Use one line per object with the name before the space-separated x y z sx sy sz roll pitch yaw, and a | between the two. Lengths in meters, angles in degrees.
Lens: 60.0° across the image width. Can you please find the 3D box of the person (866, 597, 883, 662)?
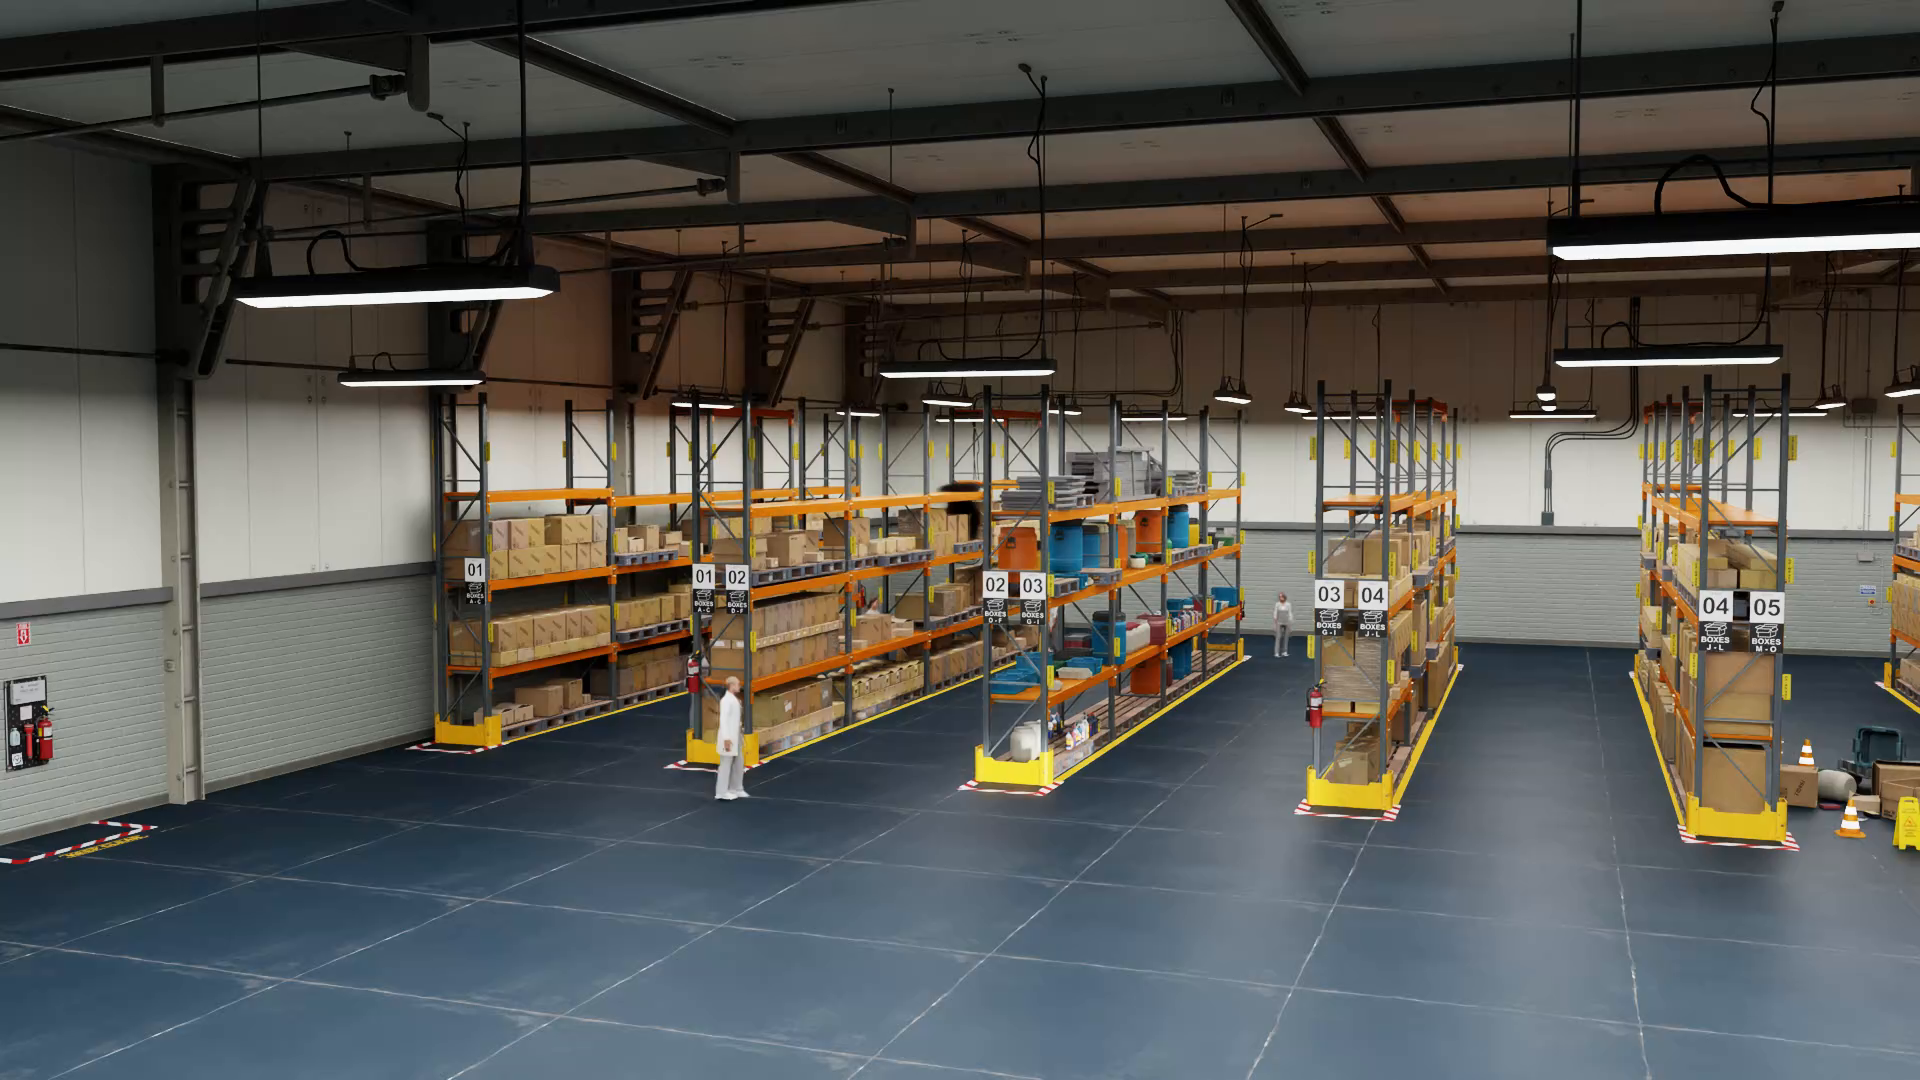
person | -1.897 2.121 36.586 0.350 1.736 0.509 2 4 35

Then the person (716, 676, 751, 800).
person | -3.289 2.868 23.921 0.486 1.823 0.683 0 3 7

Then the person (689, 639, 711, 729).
person | -4.584 2.597 29.545 0.490 1.692 0.537 1 3 24

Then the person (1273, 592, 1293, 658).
person | 7.854 2.070 40.485 0.478 1.597 0.523 1 3 12

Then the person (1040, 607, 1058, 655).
person | 2.047 2.025 37.963 0.449 1.635 0.931 1 3 14
